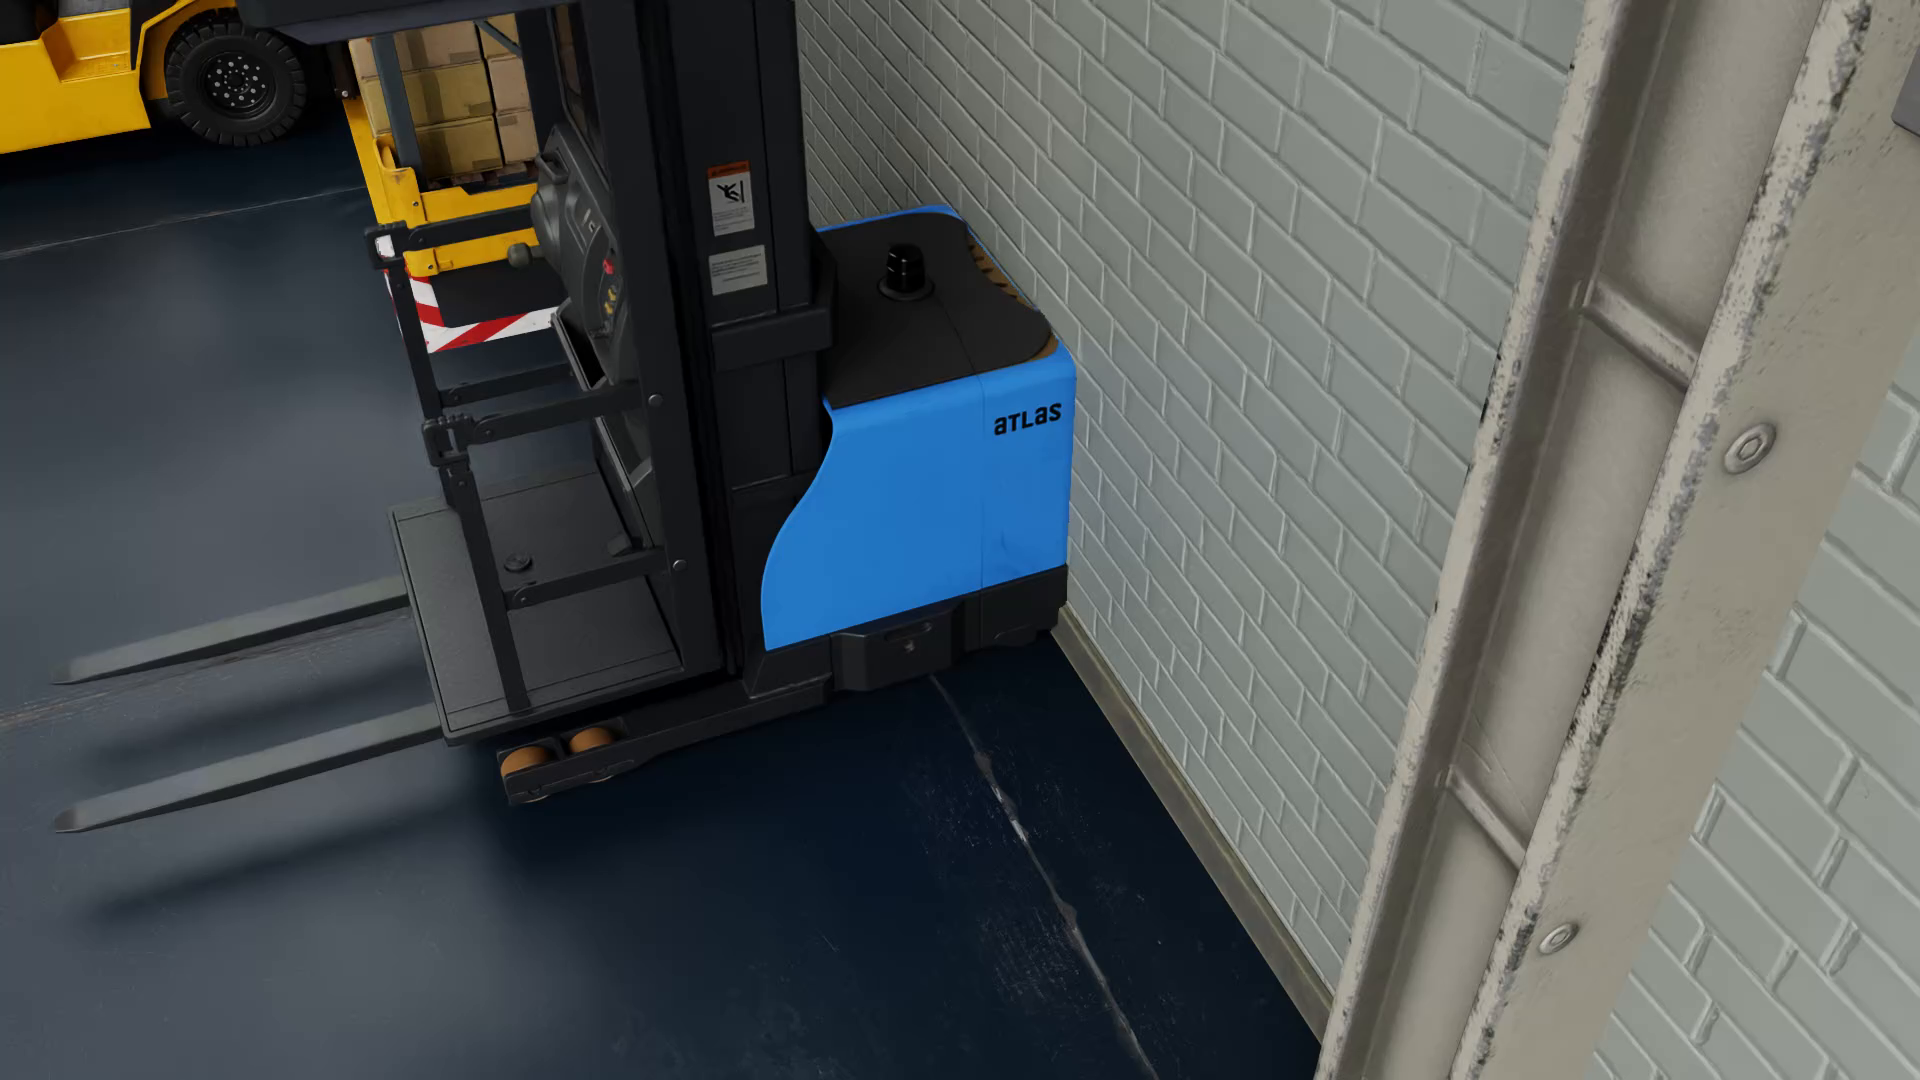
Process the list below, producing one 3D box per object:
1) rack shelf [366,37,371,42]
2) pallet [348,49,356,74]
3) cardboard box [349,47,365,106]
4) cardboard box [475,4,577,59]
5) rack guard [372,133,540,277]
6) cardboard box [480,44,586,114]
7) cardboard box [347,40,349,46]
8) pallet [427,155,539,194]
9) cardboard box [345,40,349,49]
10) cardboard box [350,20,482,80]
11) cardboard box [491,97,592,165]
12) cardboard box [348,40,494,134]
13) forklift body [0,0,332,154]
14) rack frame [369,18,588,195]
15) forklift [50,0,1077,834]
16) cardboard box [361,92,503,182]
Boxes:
[{"bbox_3d":[-2.630,-3.433,7.993,1.077,0.370,4.000,-15,43,-17],"label":"rack shelf"},{"bbox_3d":[-2.659,-2.628,8.644,1.003,0.211,1.213,-15,43,-17],"label":"pallet"},{"bbox_3d":[-2.518,-2.124,7.706,0.500,0.250,0.500,-15,43,-17],"label":"cardboard box"},{"bbox_3d":[-1.873,-2.334,7.183,0.500,0.250,0.500,-16,43,-18],"label":"cardboard box"},{"bbox_3d":[-1.855,-1.539,7.156,1.175,0.500,0.348,-15,43,-17],"label":"rack guard"},{"bbox_3d":[-1.852,-2.142,7.344,0.500,0.250,0.500,-14,43,-16],"label":"cardboard box"},{"bbox_3d":[-2.701,-2.427,8.059,0.500,0.250,0.500,-15,43,-16],"label":"cardboard box"},{"bbox_3d":[-2.196,-1.894,7.790,1.003,0.211,1.213,-15,43,-17],"label":"pallet"},{"bbox_3d":[-2.920,-2.735,8.416,0.500,0.250,0.500,-14,43,-16],"label":"cardboard box"},{"bbox_3d":[-2.329,-2.196,7.023,0.500,0.250,0.500,-14,43,-15],"label":"cardboard box"},{"bbox_3d":[-1.872,-1.962,7.518,0.500,0.250,0.500,-15,43,-17],"label":"cardboard box"},{"bbox_3d":[-2.340,-2.022,7.205,0.500,0.250,0.500,-16,43,-17],"label":"cardboard box"},{"bbox_3d":[-4.276,-2.866,7.434,2.313,2.155,1.214,-15,43,-17],"label":"forklift body"},{"bbox_3d":[-1.864,-2.501,6.358,1.000,3.000,0.127,-15,43,-17],"label":"rack frame"},{"bbox_3d":[-1.187,-0.739,4.361,3.031,2.935,1.130,-16,43,-17],"label":"forklift"},{"bbox_3d":[-2.336,-1.822,7.355,0.500,0.250,0.500,-15,43,-17],"label":"cardboard box"}]
